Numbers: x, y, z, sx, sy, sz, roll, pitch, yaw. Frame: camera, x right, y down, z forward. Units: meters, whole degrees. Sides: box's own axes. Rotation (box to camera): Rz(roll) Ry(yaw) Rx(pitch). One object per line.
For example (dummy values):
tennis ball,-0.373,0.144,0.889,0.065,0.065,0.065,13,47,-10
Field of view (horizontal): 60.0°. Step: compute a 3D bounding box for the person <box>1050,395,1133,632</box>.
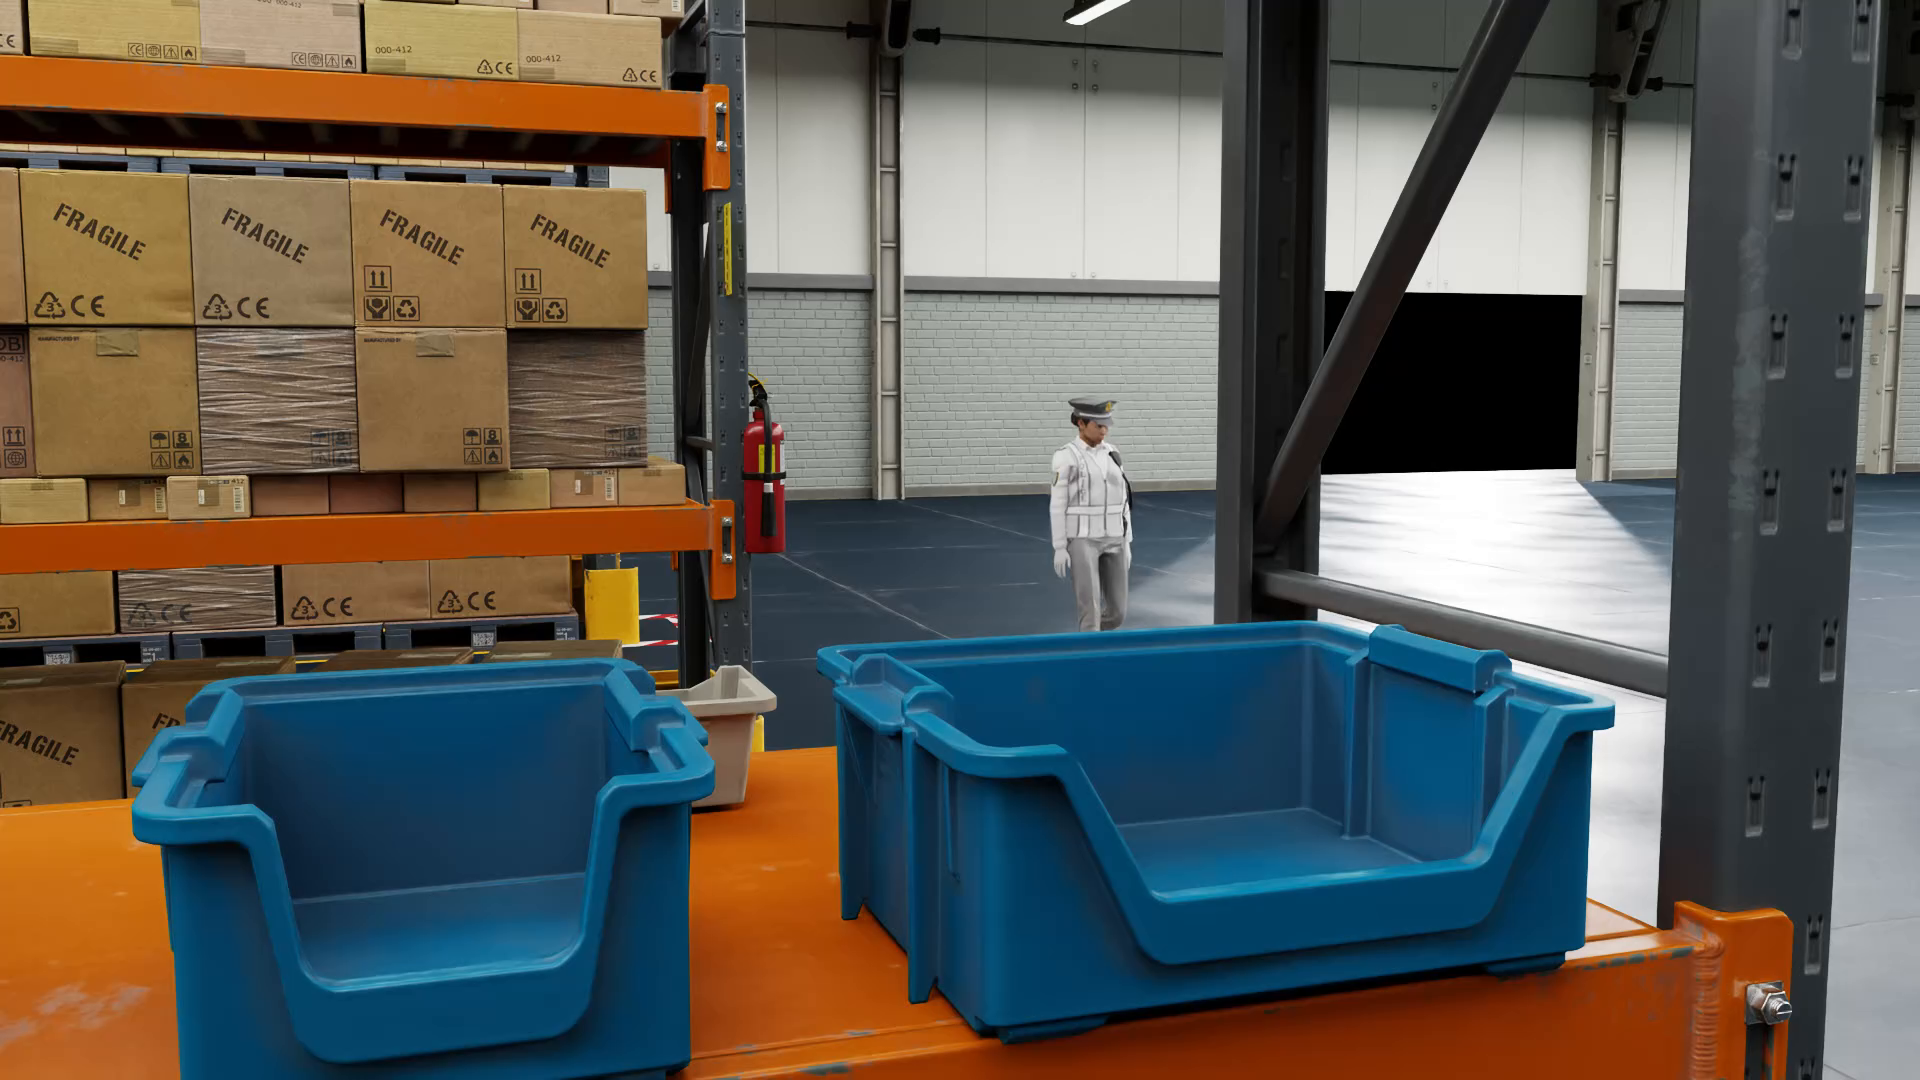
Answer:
person,0.756,0.030,9.145,0.510,1.643,0.718,-3,7,-28
